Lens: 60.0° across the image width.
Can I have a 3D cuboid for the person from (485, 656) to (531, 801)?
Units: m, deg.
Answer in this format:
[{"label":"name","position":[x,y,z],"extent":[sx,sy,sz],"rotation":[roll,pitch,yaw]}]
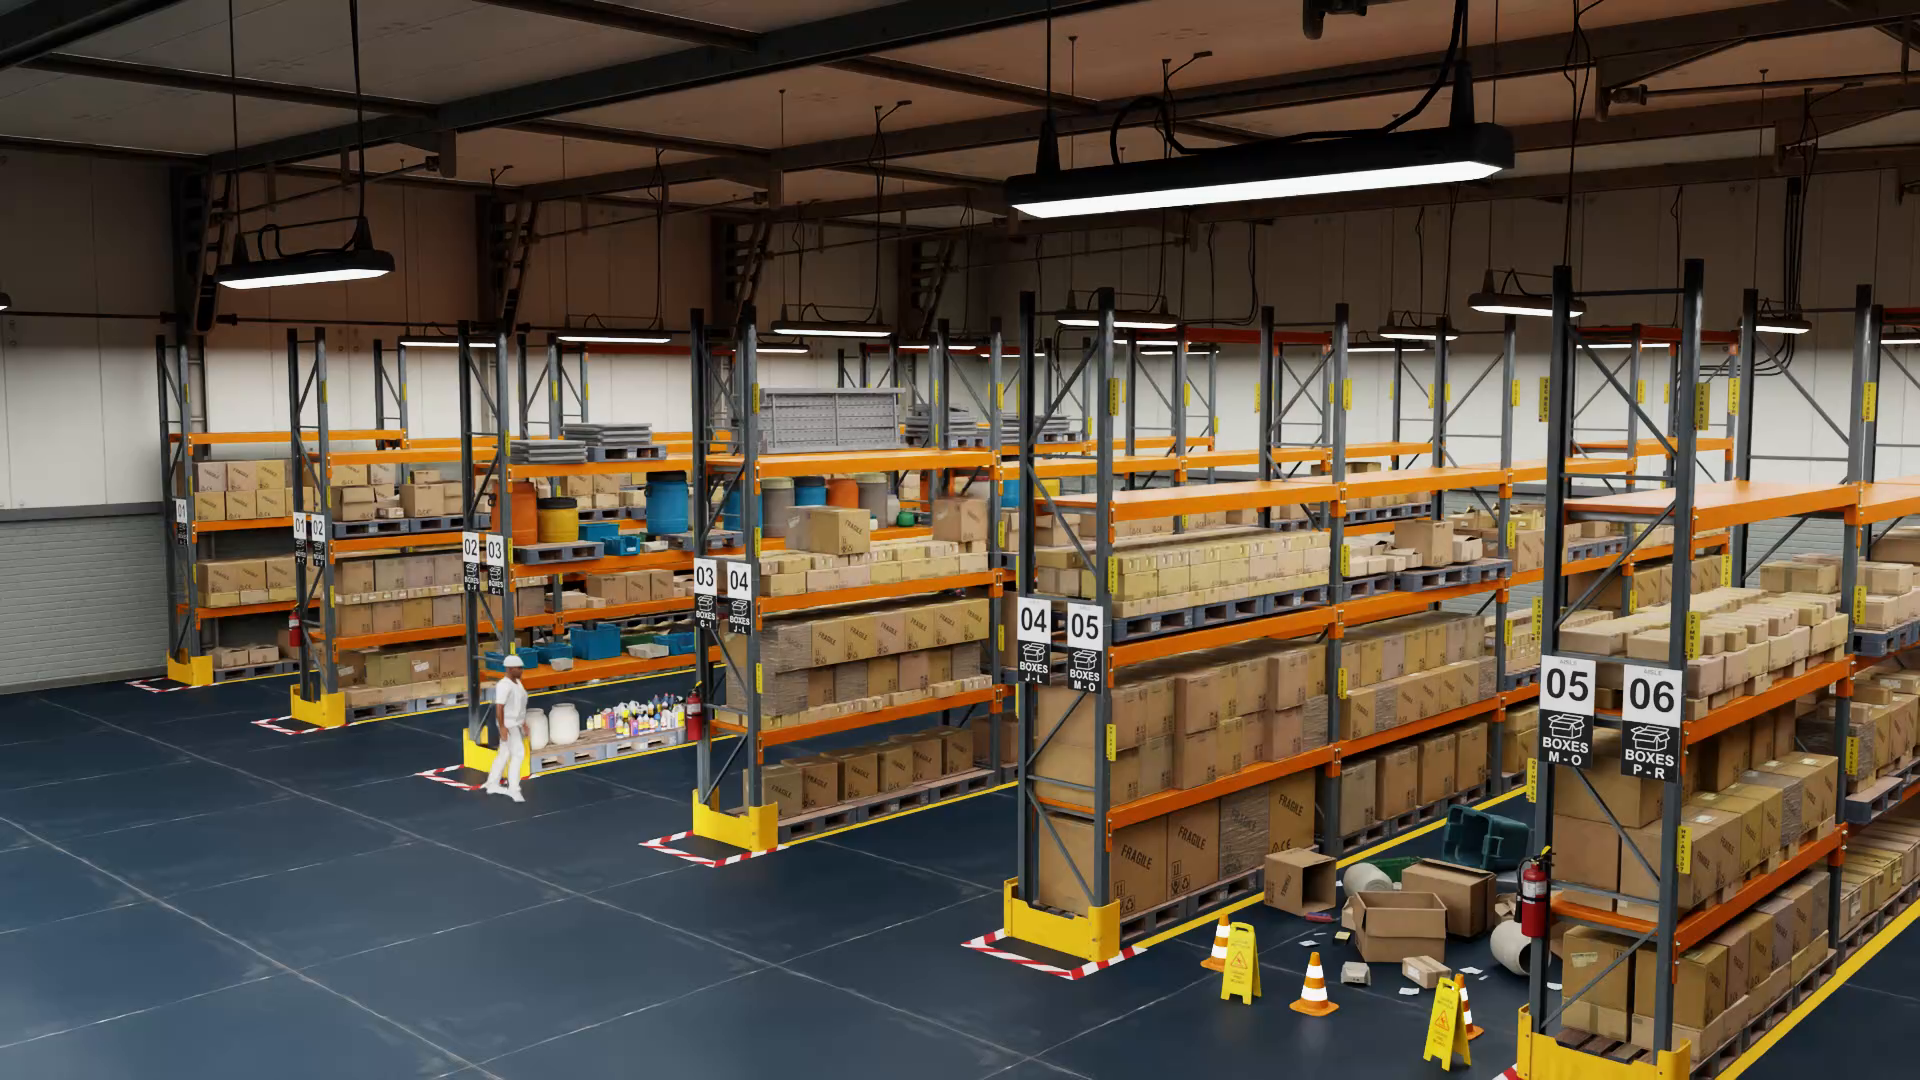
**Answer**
[{"label":"person","position":[-5.683,2.357,20.856],"extent":[0.563,1.812,0.615],"rotation":[0,5,-1]}]
